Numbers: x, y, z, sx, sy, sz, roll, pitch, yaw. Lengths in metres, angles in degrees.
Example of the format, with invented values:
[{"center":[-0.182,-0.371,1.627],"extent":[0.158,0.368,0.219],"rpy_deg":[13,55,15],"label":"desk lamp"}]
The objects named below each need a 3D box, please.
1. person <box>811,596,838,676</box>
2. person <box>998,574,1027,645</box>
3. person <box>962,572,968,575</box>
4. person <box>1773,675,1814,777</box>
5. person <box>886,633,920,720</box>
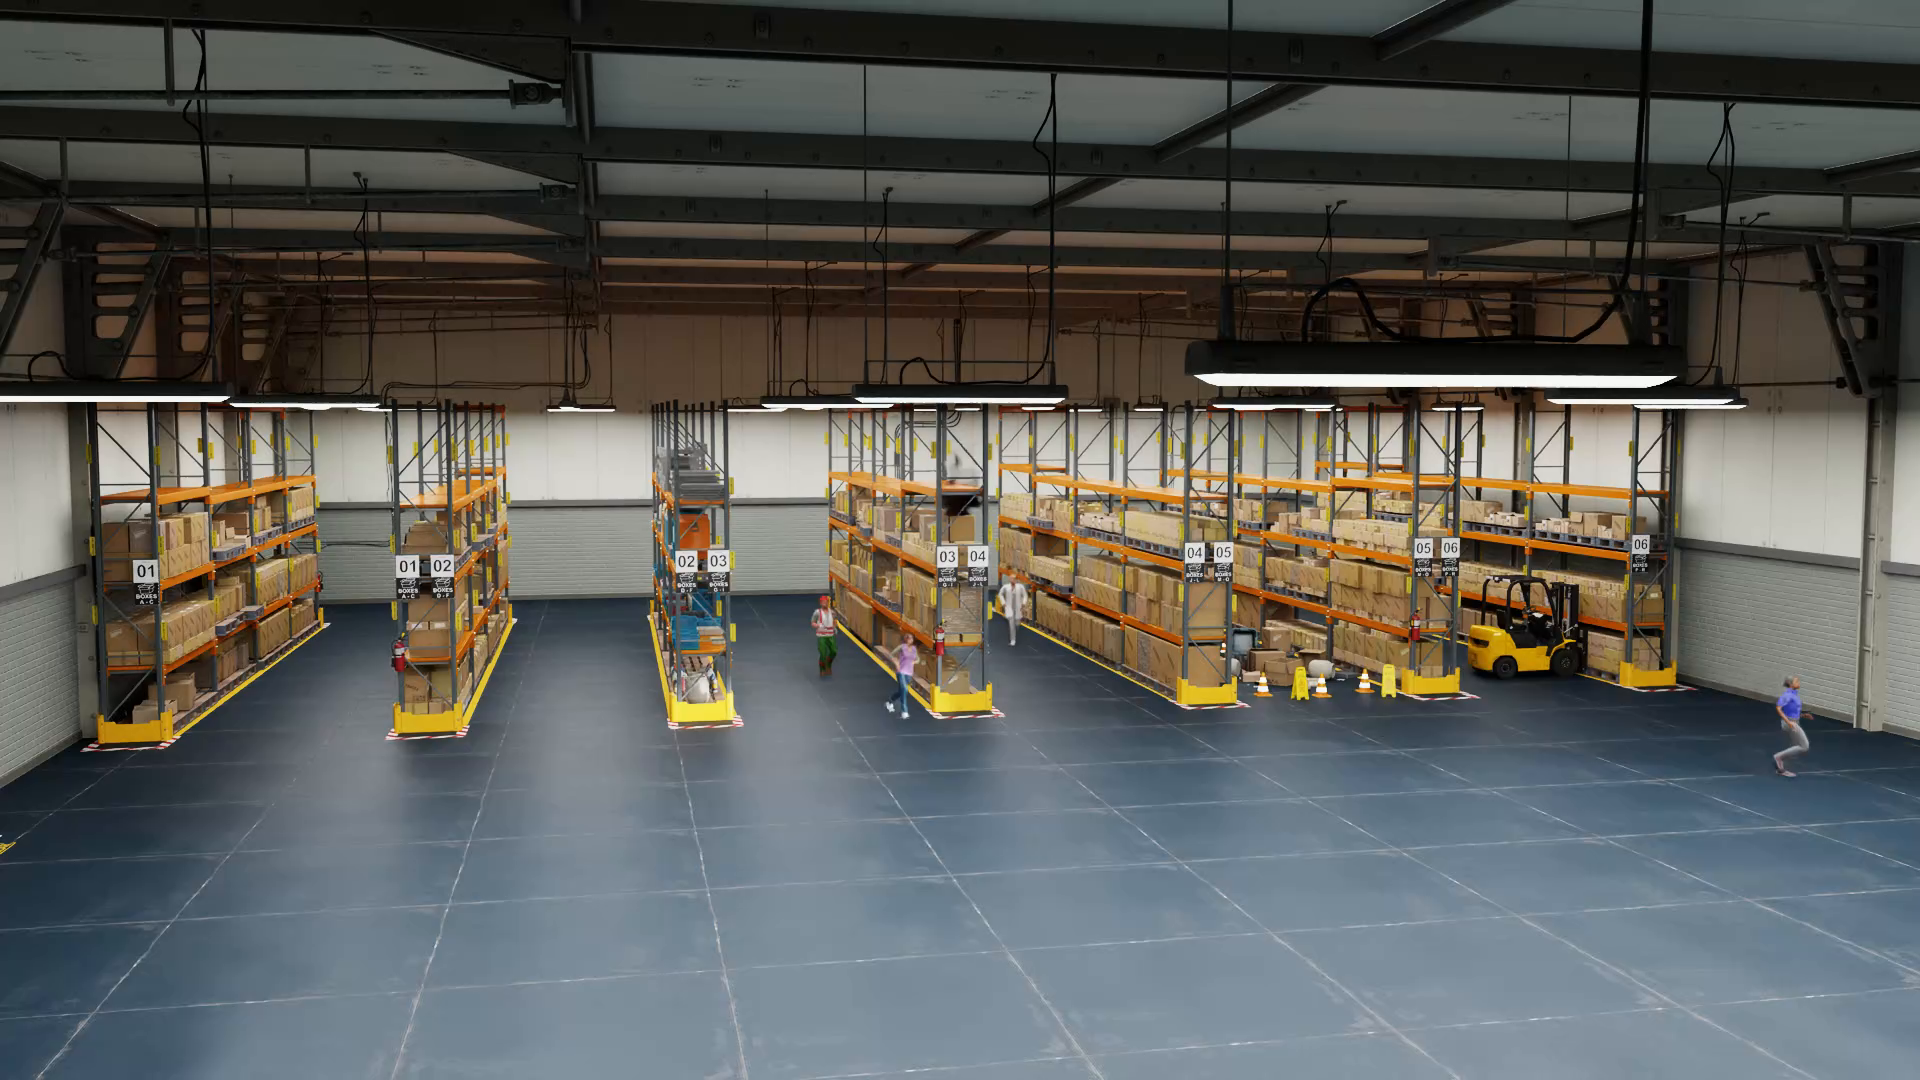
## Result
[{"center":[-2.902,2.102,36.258],"extent":[0.639,1.756,0.609],"rpy_deg":[-2,5,-24],"label":"person"},{"center":[1.314,1.723,41.649],"extent":[0.712,1.755,0.817],"rpy_deg":[-1,4,-7],"label":"person"},{"center":[-0.121,1.297,48.087],"extent":[0.700,1.605,0.542],"rpy_deg":[2,5,25],"label":"person"},{"center":[13.171,2.940,26.250],"extent":[0.549,1.614,0.567],"rpy_deg":[2,5,30],"label":"person"},{"center":[-1.052,2.564,31.635],"extent":[0.553,1.613,0.809],"rpy_deg":[-3,5,-36],"label":"person"}]
